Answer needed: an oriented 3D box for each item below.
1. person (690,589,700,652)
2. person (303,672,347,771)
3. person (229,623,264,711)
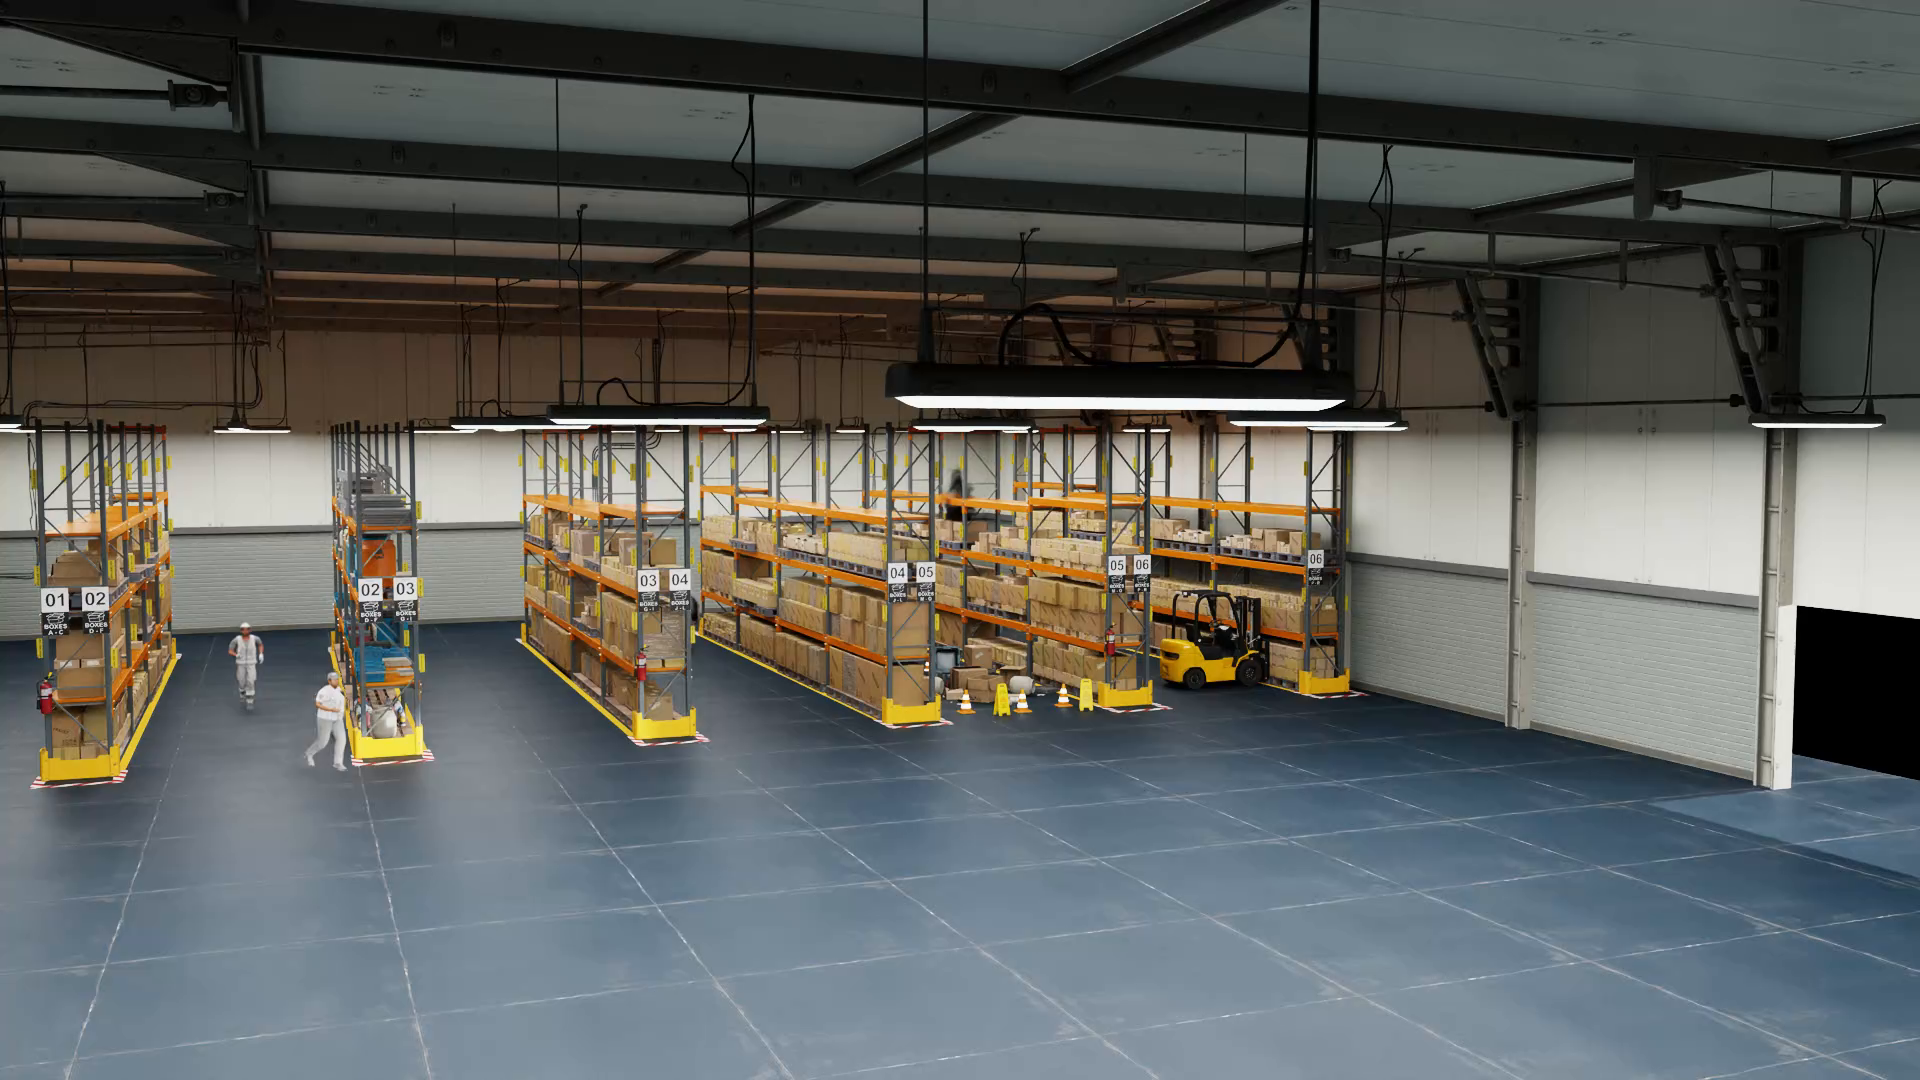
[{"bbox_3d":[-7.189,2.124,44.123,0.660,1.680,0.658,-2,4,-27],"label":"person"},{"bbox_3d":[-10.857,3.116,28.639,0.851,1.686,0.632,2,4,25],"label":"person"},{"bbox_3d":[-15.005,2.633,34.973,0.681,1.804,0.886,-2,4,-25],"label":"person"}]
